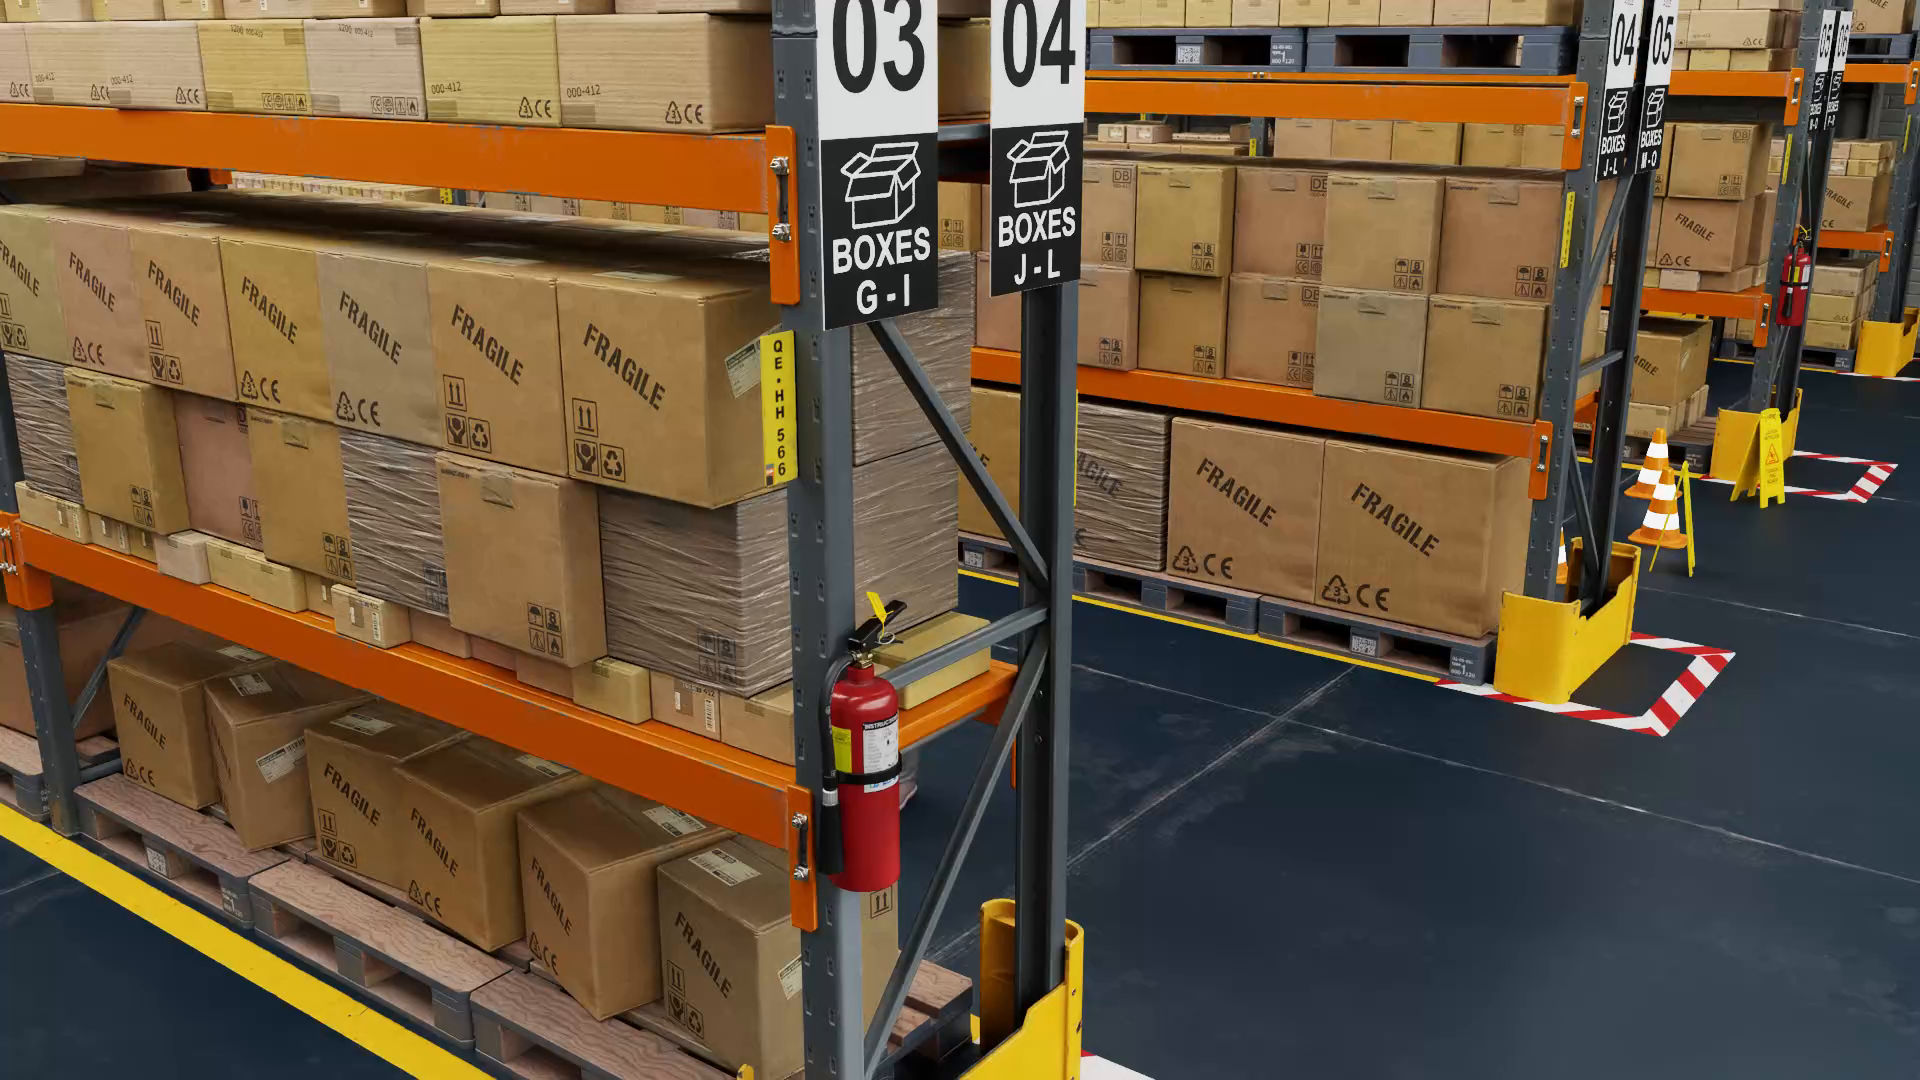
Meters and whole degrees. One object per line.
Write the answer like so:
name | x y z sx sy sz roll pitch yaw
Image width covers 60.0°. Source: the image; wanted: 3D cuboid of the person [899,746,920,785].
person | -0.306 0.229 6.690 0.490 1.570 0.347 12 20 34
